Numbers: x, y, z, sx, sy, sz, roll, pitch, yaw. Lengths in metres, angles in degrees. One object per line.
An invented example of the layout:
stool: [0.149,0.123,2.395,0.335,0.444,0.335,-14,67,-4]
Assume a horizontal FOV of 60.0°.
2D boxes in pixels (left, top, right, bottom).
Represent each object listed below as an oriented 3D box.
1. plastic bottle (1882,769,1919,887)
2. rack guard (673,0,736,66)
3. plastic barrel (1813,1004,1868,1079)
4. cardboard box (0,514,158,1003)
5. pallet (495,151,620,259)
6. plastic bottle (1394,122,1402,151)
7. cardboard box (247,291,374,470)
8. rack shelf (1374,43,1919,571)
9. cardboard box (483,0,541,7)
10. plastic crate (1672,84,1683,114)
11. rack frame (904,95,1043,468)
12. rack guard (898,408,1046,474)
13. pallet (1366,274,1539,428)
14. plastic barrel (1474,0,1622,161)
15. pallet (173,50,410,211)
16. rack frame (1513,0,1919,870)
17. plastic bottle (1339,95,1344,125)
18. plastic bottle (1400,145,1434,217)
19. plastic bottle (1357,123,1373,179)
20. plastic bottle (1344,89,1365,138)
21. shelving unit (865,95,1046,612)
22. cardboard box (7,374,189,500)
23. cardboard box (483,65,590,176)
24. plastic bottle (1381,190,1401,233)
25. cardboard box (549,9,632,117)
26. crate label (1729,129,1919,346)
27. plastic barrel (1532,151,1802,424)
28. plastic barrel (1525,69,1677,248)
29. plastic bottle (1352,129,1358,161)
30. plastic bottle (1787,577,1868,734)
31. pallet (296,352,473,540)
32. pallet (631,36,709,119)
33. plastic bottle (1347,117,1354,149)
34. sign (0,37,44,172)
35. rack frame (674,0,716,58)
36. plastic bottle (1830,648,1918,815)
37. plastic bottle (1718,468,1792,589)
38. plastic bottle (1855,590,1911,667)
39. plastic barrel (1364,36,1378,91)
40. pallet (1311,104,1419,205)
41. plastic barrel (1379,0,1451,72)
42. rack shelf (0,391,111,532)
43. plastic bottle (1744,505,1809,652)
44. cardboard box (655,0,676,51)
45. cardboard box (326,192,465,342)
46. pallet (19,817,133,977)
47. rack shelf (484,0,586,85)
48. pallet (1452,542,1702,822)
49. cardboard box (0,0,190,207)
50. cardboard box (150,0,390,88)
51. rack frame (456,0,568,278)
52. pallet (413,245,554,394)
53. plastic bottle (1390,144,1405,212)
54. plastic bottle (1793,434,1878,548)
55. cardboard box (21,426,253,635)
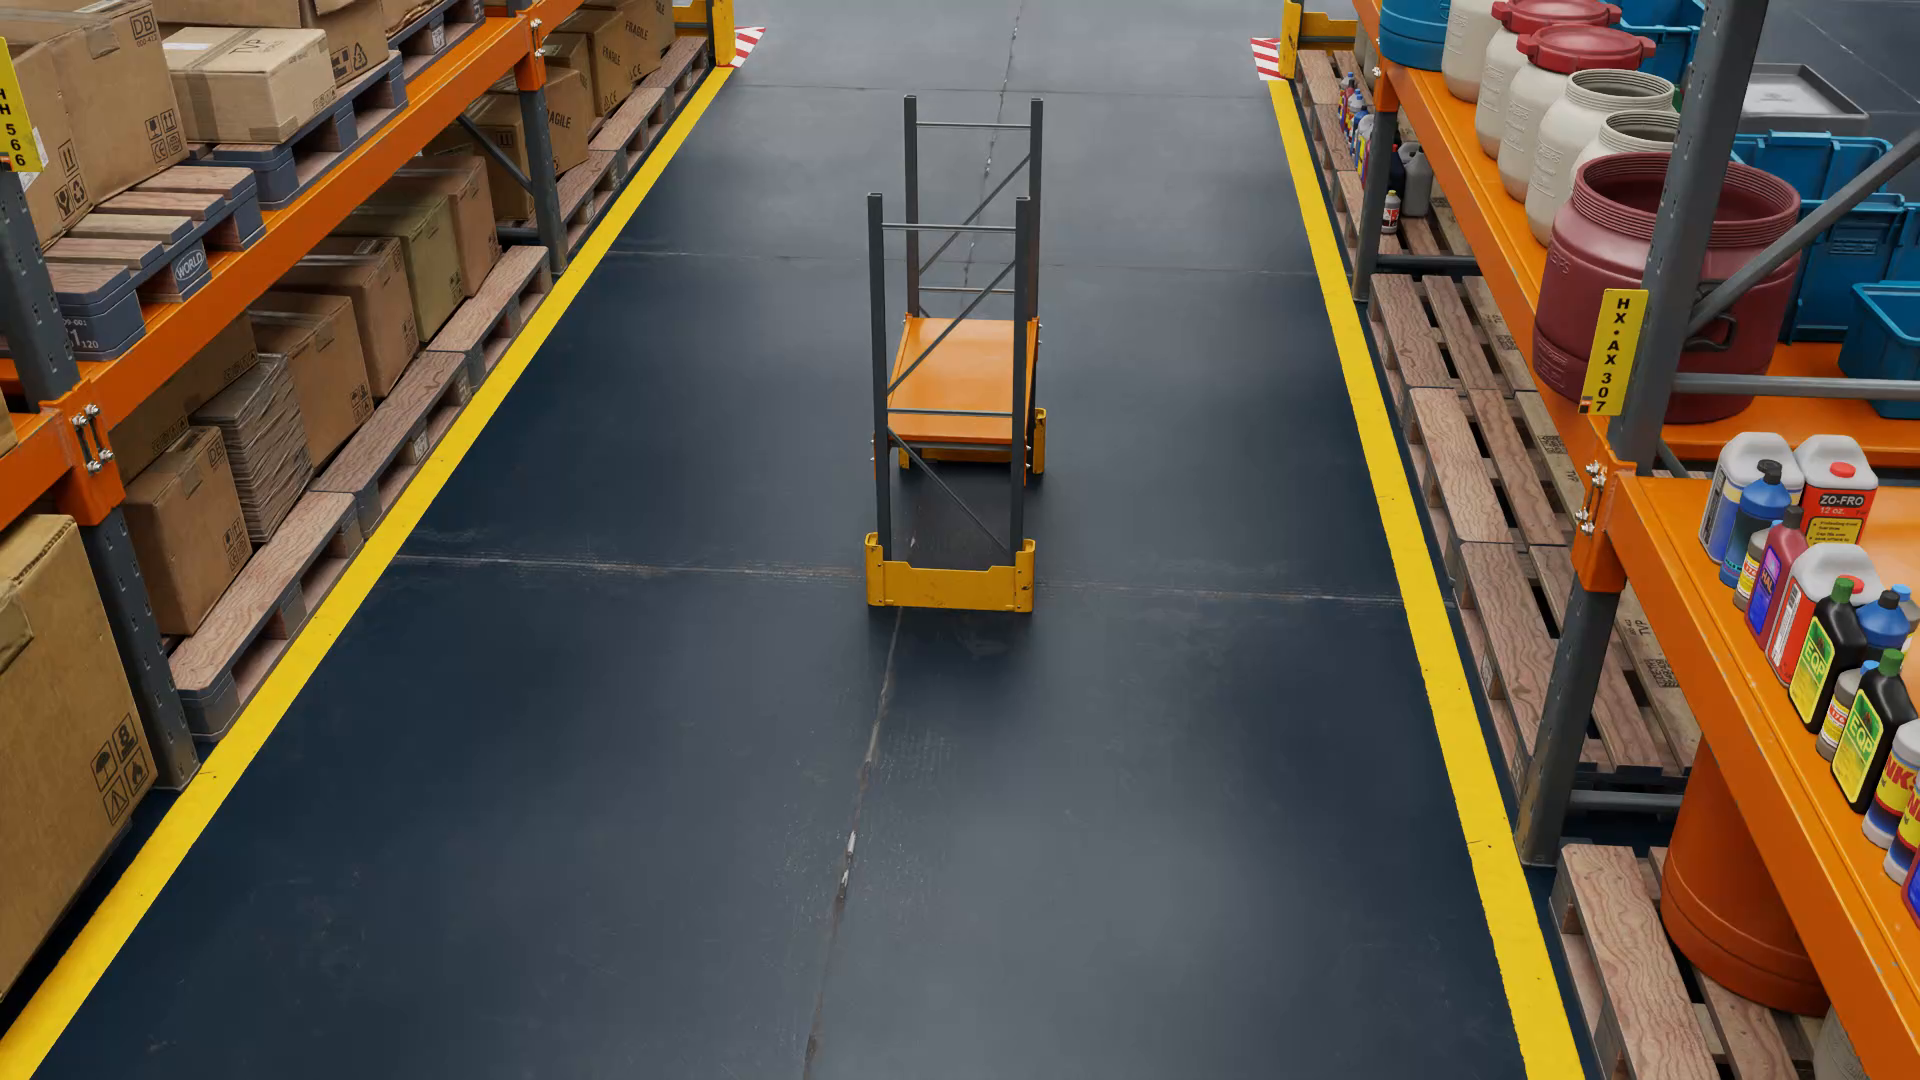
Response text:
plastic bottle: [1.632,0.456,2.774,0.097,0.271,0.097,0,32,0]
rack guard: [-2.190,-3.645,11.689,1.175,0.500,0.348,2,32,4]
plastic barrel: [2.122,1.082,3.607,0.421,0.512,0.421,0,32,0]
cardboard box: [-2.912,0.520,4.172,1.225,0.875,0.875,1,32,2]
pallet: [-2.490,-1.823,9.007,1.003,0.211,1.213,2,32,4]
plastic bottle: [2.339,-2.104,8.975,0.061,0.283,0.133,2,32,4]
cardboard box: [-2.729,-0.628,6.373,0.700,0.500,0.500,5,32,8]
rack shelf: [2.264,-1.094,5.852,1.077,0.370,4.000,2,32,4]
cardboard box: [-2.192,-2.650,7.931,0.380,0.149,0.250,2,32,4]
plastic crate: [2.567,-1.433,5.918,0.450,0.188,0.662,2,32,4]
rack frame: [0.048,-0.949,6.360,0.500,1.500,0.032,2,32,4]
rack guard: [0.047,-0.407,6.672,0.587,0.250,0.087,2,32,4]
pallet: [2.402,-0.847,7.423,1.003,0.211,1.213,2,32,4]
plastic barrel: [2.071,-1.629,5.905,0.433,0.535,0.433,0,32,0]
pallet: [-2.715,-1.521,6.042,1.003,0.211,1.213,2,32,4]
rack frame: [2.102,-0.354,3.966,1.000,3.000,0.127,2,32,4]
plastic bottle: [2.286,-2.545,9.768,0.097,0.201,0.097,0,32,0]
plastic bottle: [2.336,-1.848,8.496,0.144,0.351,0.185,2,32,4]
plastic bottle: [2.234,-2.124,8.943,0.144,0.351,0.185,2,32,4]
plastic bottle: [2.267,-2.449,9.547,0.097,0.271,0.097,0,32,0]
shelving unit: [0.006,-0.678,5.921,0.587,1.500,1.083,2,32,4]
cardboard box: [-2.810,-0.360,5.223,0.500,0.250,0.500,4,32,6]
cardboard box: [-2.398,-2.279,9.072,0.500,0.500,0.500,13,34,19]
plastic bottle: [2.146,-1.645,8.308,0.097,0.201,0.097,0,32,0]
cardboard box: [-2.335,-2.897,10.075,0.500,0.500,0.500,5,32,9]
crate label: [2.452,-0.877,4.781,0.502,0.435,0.616,2,32,4]
plastic barrel: [1.837,-0.668,4.345,0.600,0.536,0.708,2,32,4]
plastic barrel: [2.007,-1.169,5.182,0.421,0.512,0.421,0,32,0]
plastic bottle: [2.234,-2.208,9.222,0.097,0.201,0.097,0,32,0]
plastic bottle: [1.650,0.218,3.149,0.061,0.283,0.133,2,32,4]
pallet: [-2.668,-0.424,6.736,1.003,0.211,1.213,2,32,4]
pallet: [-2.291,-3.099,11.077,1.003,0.211,1.213,2,32,4]
plastic bottle: [2.251,-2.316,9.396,0.097,0.201,0.097,0,32,0]
sign: [-2.281,-1.037,3.970,0.100,0.325,0.005,2,32,4]
rack frame: [-2.184,-4.749,11.097,1.000,3.000,0.127,2,32,4]
plastic bottle: [1.631,0.338,2.953,0.061,0.283,0.133,2,32,4]
plastic bottle: [1.708,-0.028,3.558,0.097,0.271,0.097,0,32,0]
plastic bottle: [1.730,0.217,3.162,0.097,0.271,0.097,0,32,0]
plastic barrel: [2.735,-3.048,10.307,0.421,0.512,0.421,0,32,0]
pallet: [2.620,-2.248,9.696,1.003,0.211,1.213,2,32,4]
plastic barrel: [2.094,-2.470,6.922,0.600,0.901,0.708,2,32,4]
rack shelf: [-2.998,0.786,2.801,1.077,0.370,4.000,2,32,4]
plastic bottle: [1.672,0.078,3.376,0.061,0.283,0.133,2,32,4]
cardboard box: [-2.251,-3.538,11.114,0.500,0.500,0.500,8,33,13]
cardboard box: [-2.638,-1.212,7.321,0.700,0.500,0.500,2,32,4]
pallet: [-2.974,1.030,4.377,1.003,0.211,1.213,2,32,4]
rack shelf: [-2.346,-3.397,9.589,1.077,0.370,4.000,2,32,4]
pallet: [2.203,0.429,5.352,1.003,0.211,1.213,2,32,4]
cardboard box: [-2.885,-1.368,5.114,0.700,0.500,0.500,7,32,11]
cardboard box: [-2.558,-1.970,6.089,0.797,0.503,0.637,6,32,9]
rack frame: [-2.509,-2.658,7.703,1.000,3.000,0.127,2,32,4]
pallet: [-2.571,-1.063,7.774,1.003,0.211,1.213,2,32,4]
plastic bottle: [2.192,-1.855,8.506,0.144,0.351,0.185,2,32,3]
plastic bottle: [1.896,-0.083,3.643,0.152,0.276,0.135,2,32,4]
cardboard box: [-2.800,-0.040,5.420,0.700,0.500,0.500,1,32,1]
